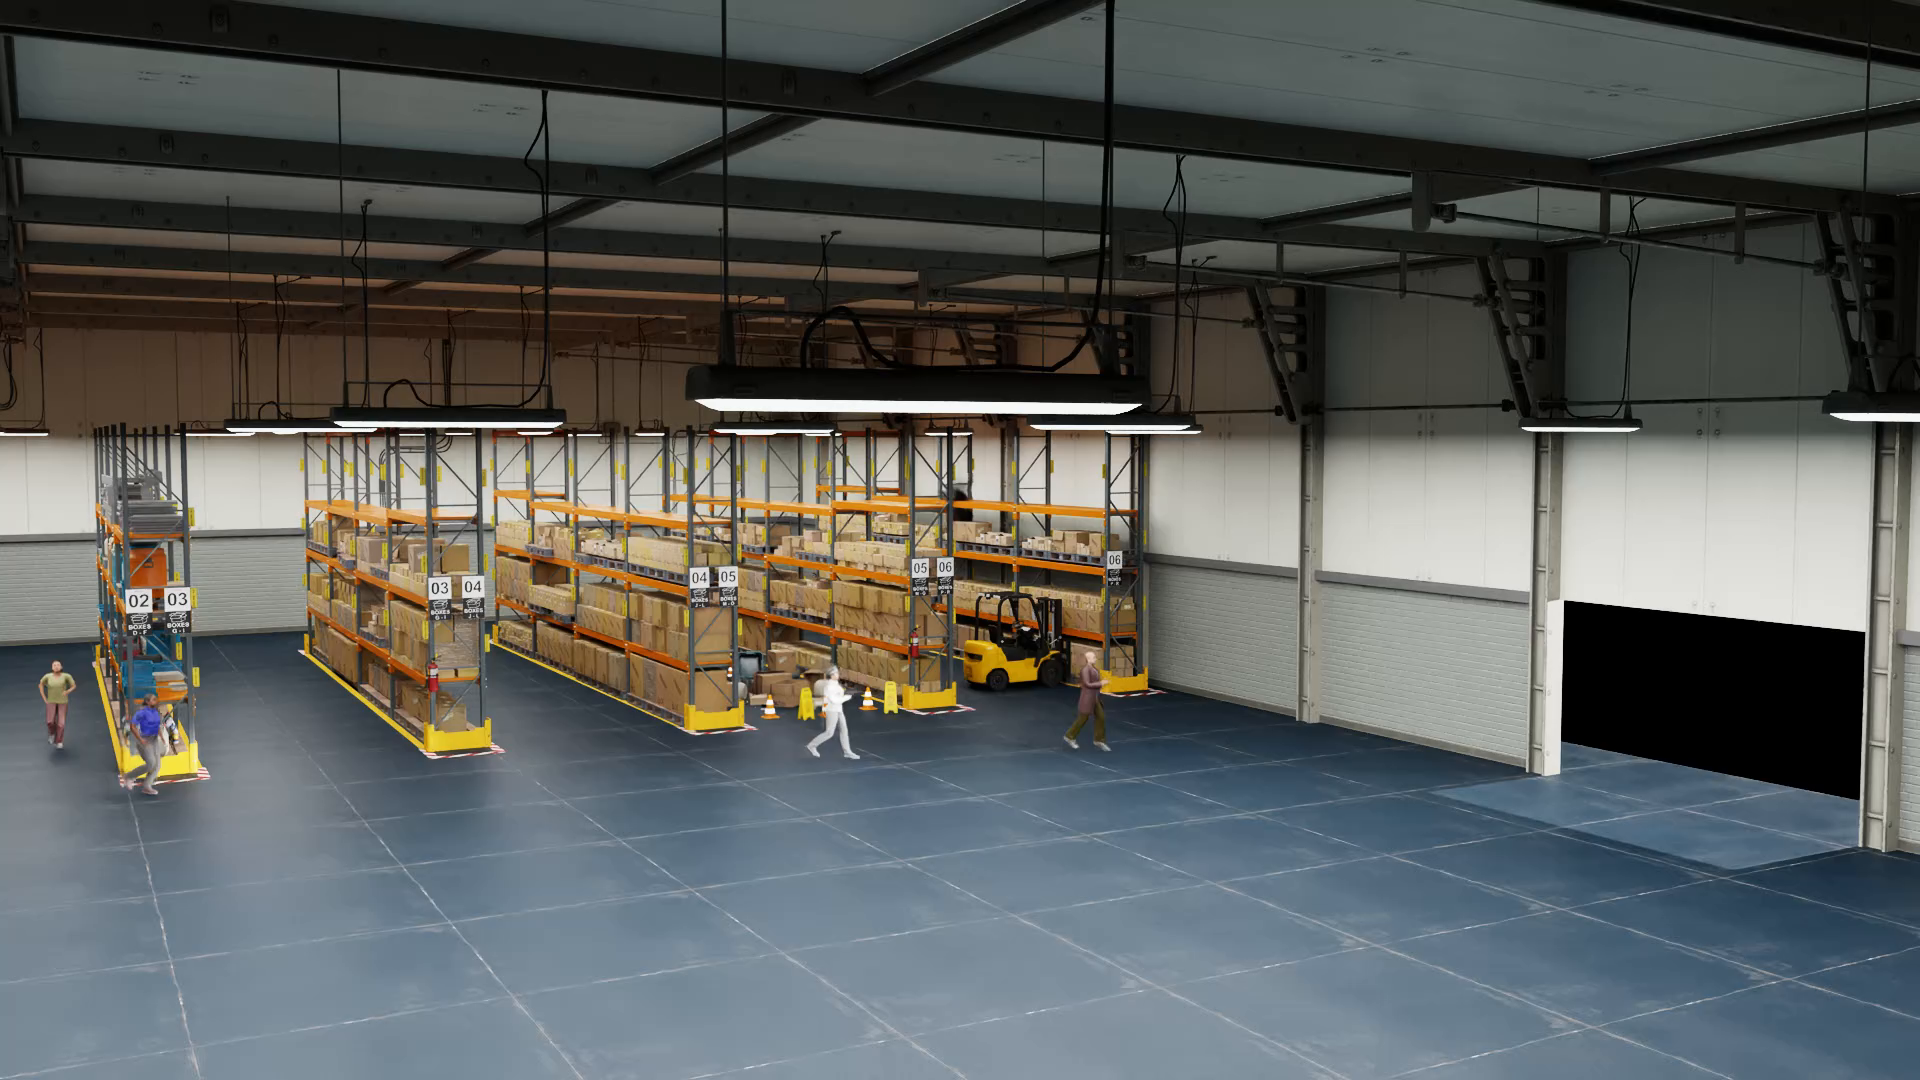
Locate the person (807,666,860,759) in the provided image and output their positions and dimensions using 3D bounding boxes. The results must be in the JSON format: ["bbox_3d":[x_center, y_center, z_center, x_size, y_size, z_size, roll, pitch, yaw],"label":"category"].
[{"bbox_3d":[-2.251,3.063,29.593,0.939,1.677,0.612,0,3,7],"label":"person"}]

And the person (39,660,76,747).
[{"bbox_3d":[-16.722,3.035,30.815,0.624,1.638,0.514,-2,4,-24],"label":"person"}]

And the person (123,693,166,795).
[{"bbox_3d":[-13.205,3.292,26.995,0.548,1.602,0.622,0,3,6],"label":"person"}]

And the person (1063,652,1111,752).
[{"bbox_3d":[2.336,2.995,30.571,0.898,1.799,0.705,2,4,24],"label":"person"}]
